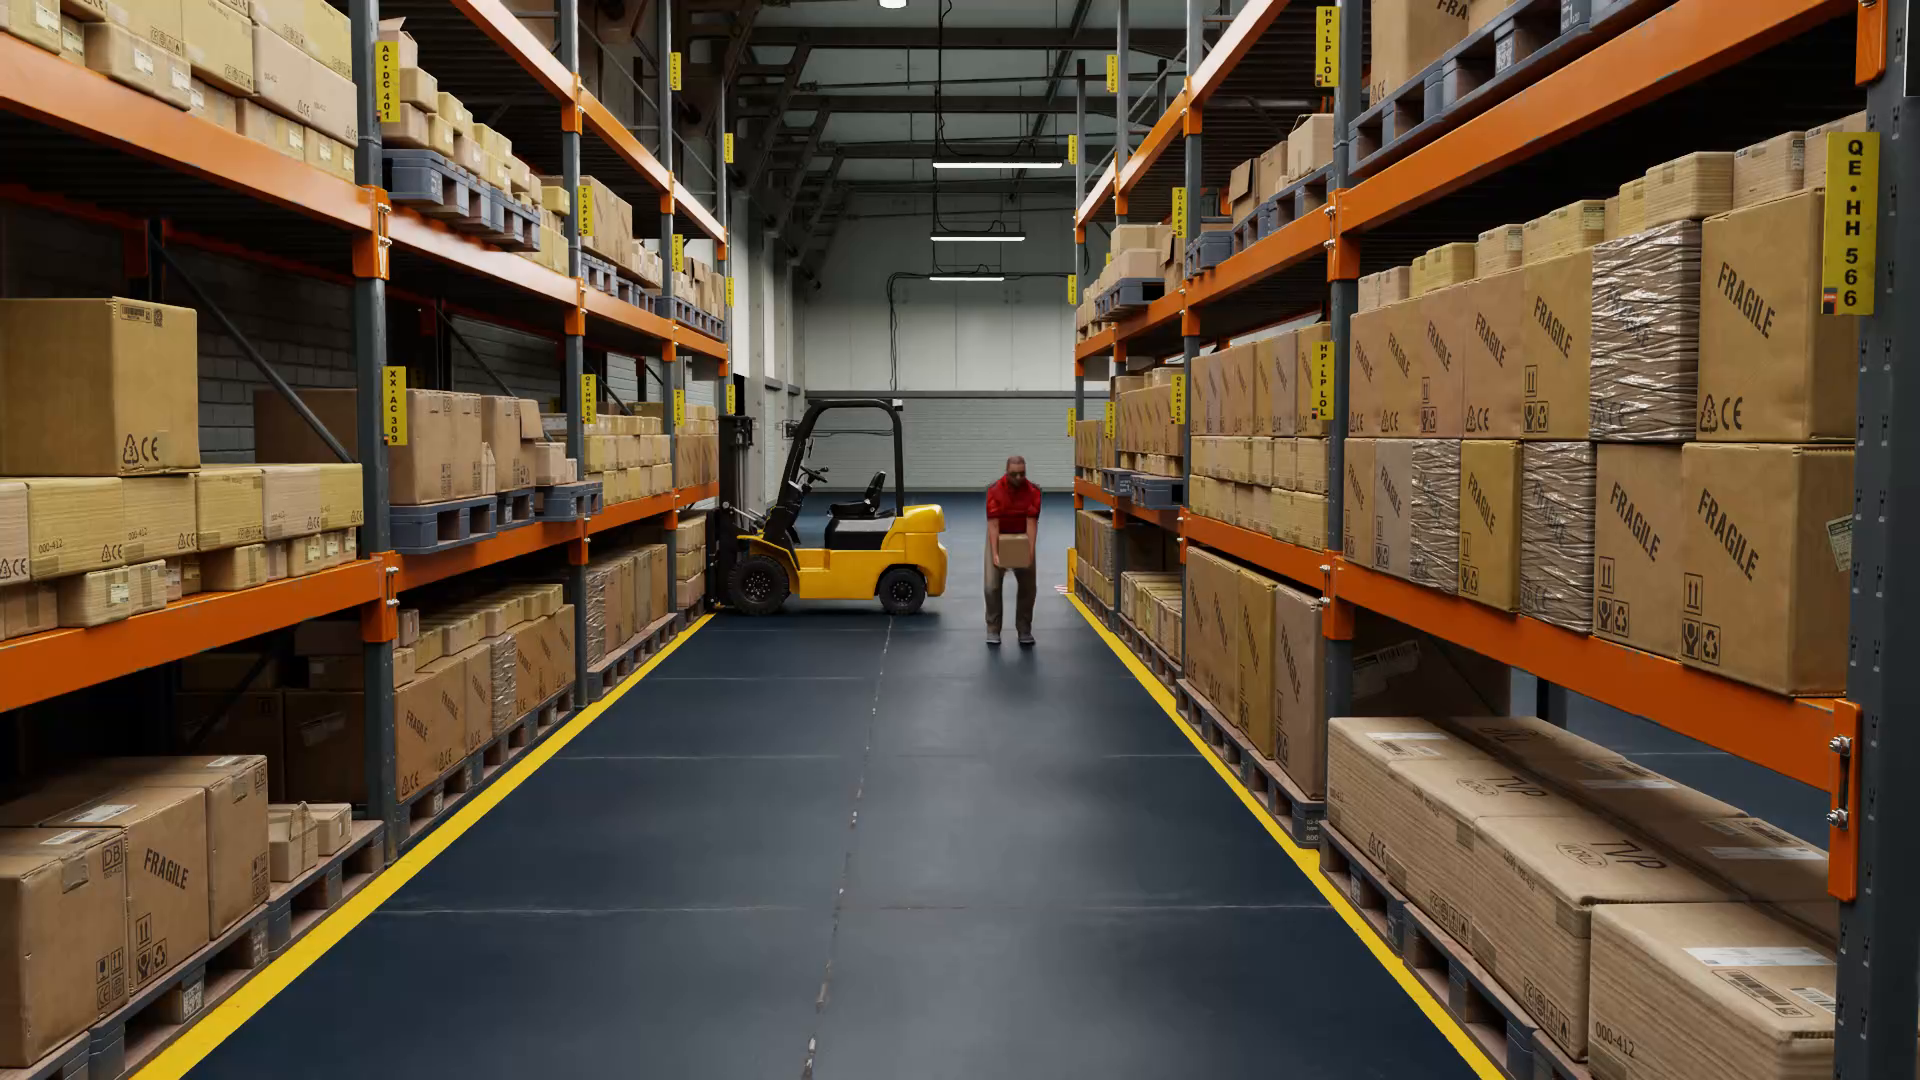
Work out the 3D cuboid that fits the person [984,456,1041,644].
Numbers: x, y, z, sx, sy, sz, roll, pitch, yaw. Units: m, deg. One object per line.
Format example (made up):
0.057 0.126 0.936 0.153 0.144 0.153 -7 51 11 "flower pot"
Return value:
0.450 0.086 14.355 0.483 1.631 0.623 0 4 -4 "person"
